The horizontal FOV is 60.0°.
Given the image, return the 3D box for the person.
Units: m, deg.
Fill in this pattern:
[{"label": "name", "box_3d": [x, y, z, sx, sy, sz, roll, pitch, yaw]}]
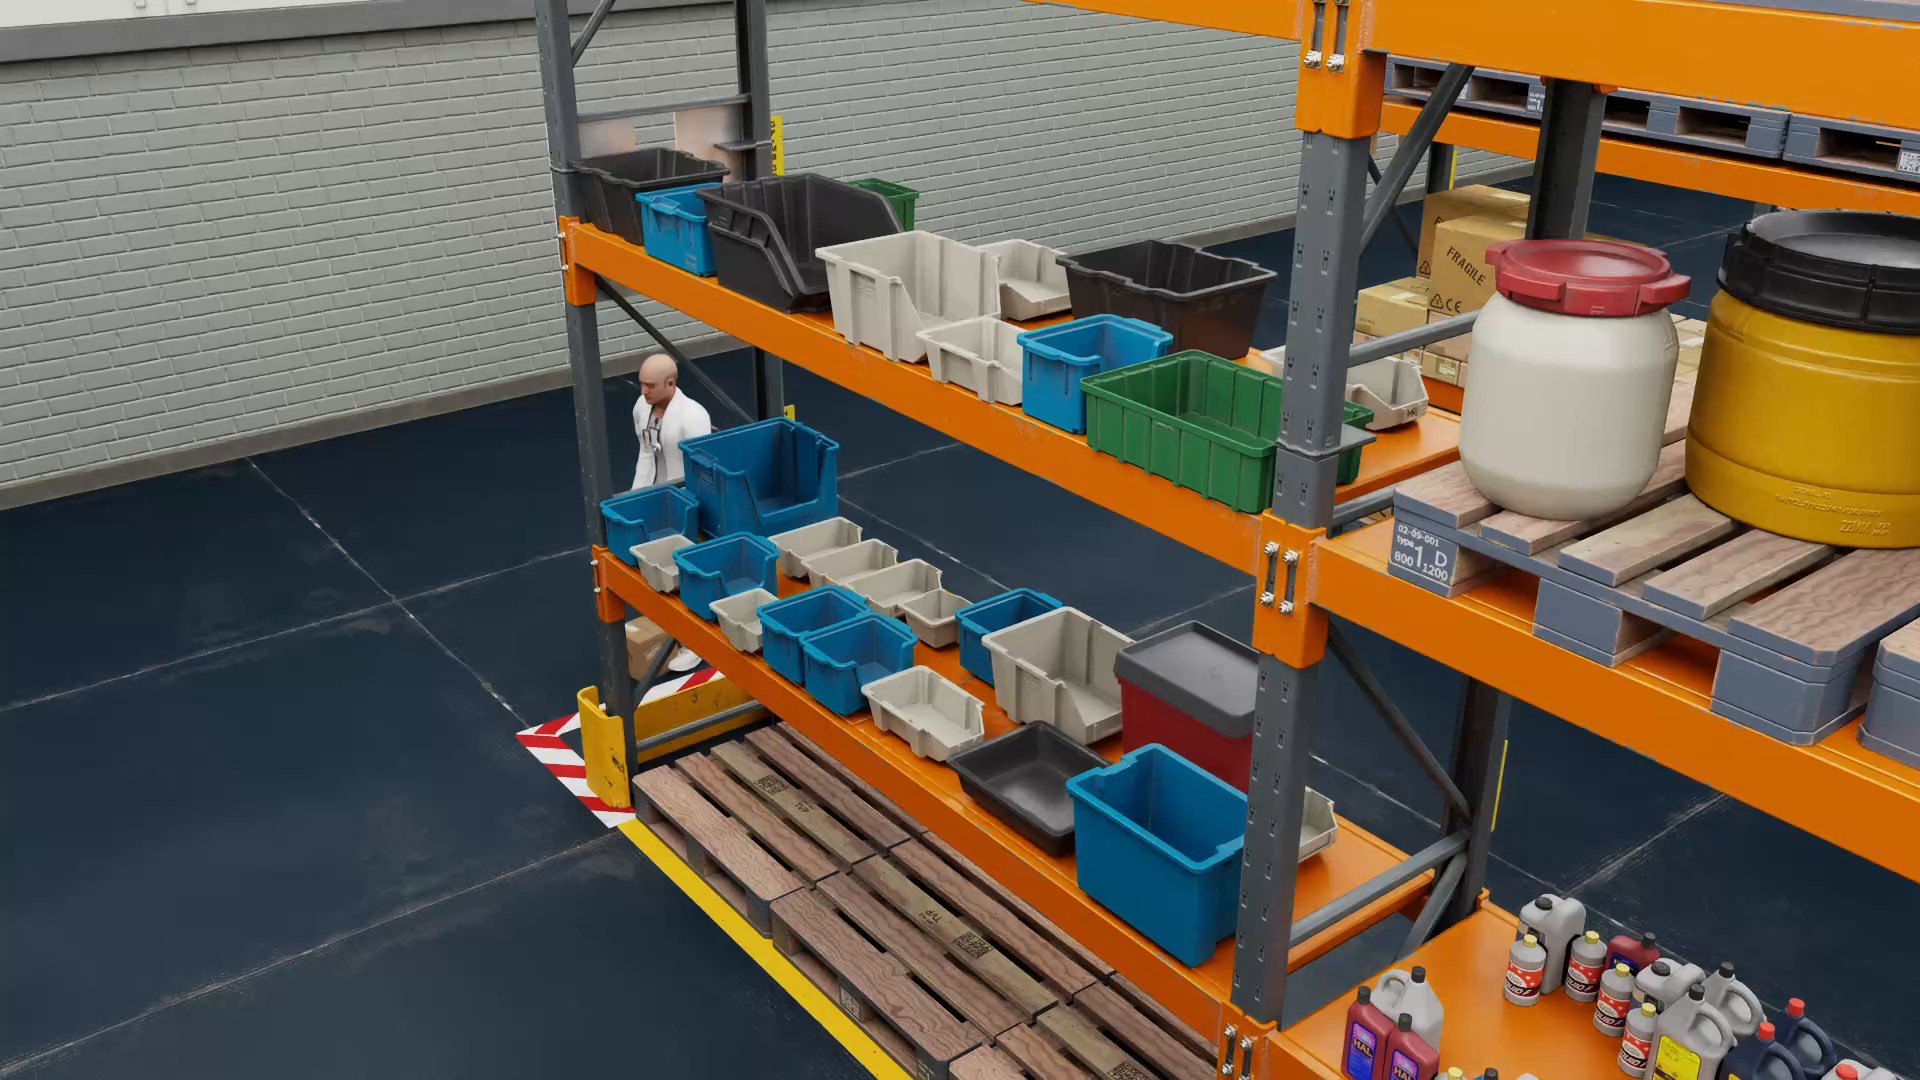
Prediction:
[{"label": "person", "box_3d": [-1.550, -0.170, 9.000, 0.644, 1.772, 0.429, 21, 32, 38]}]
